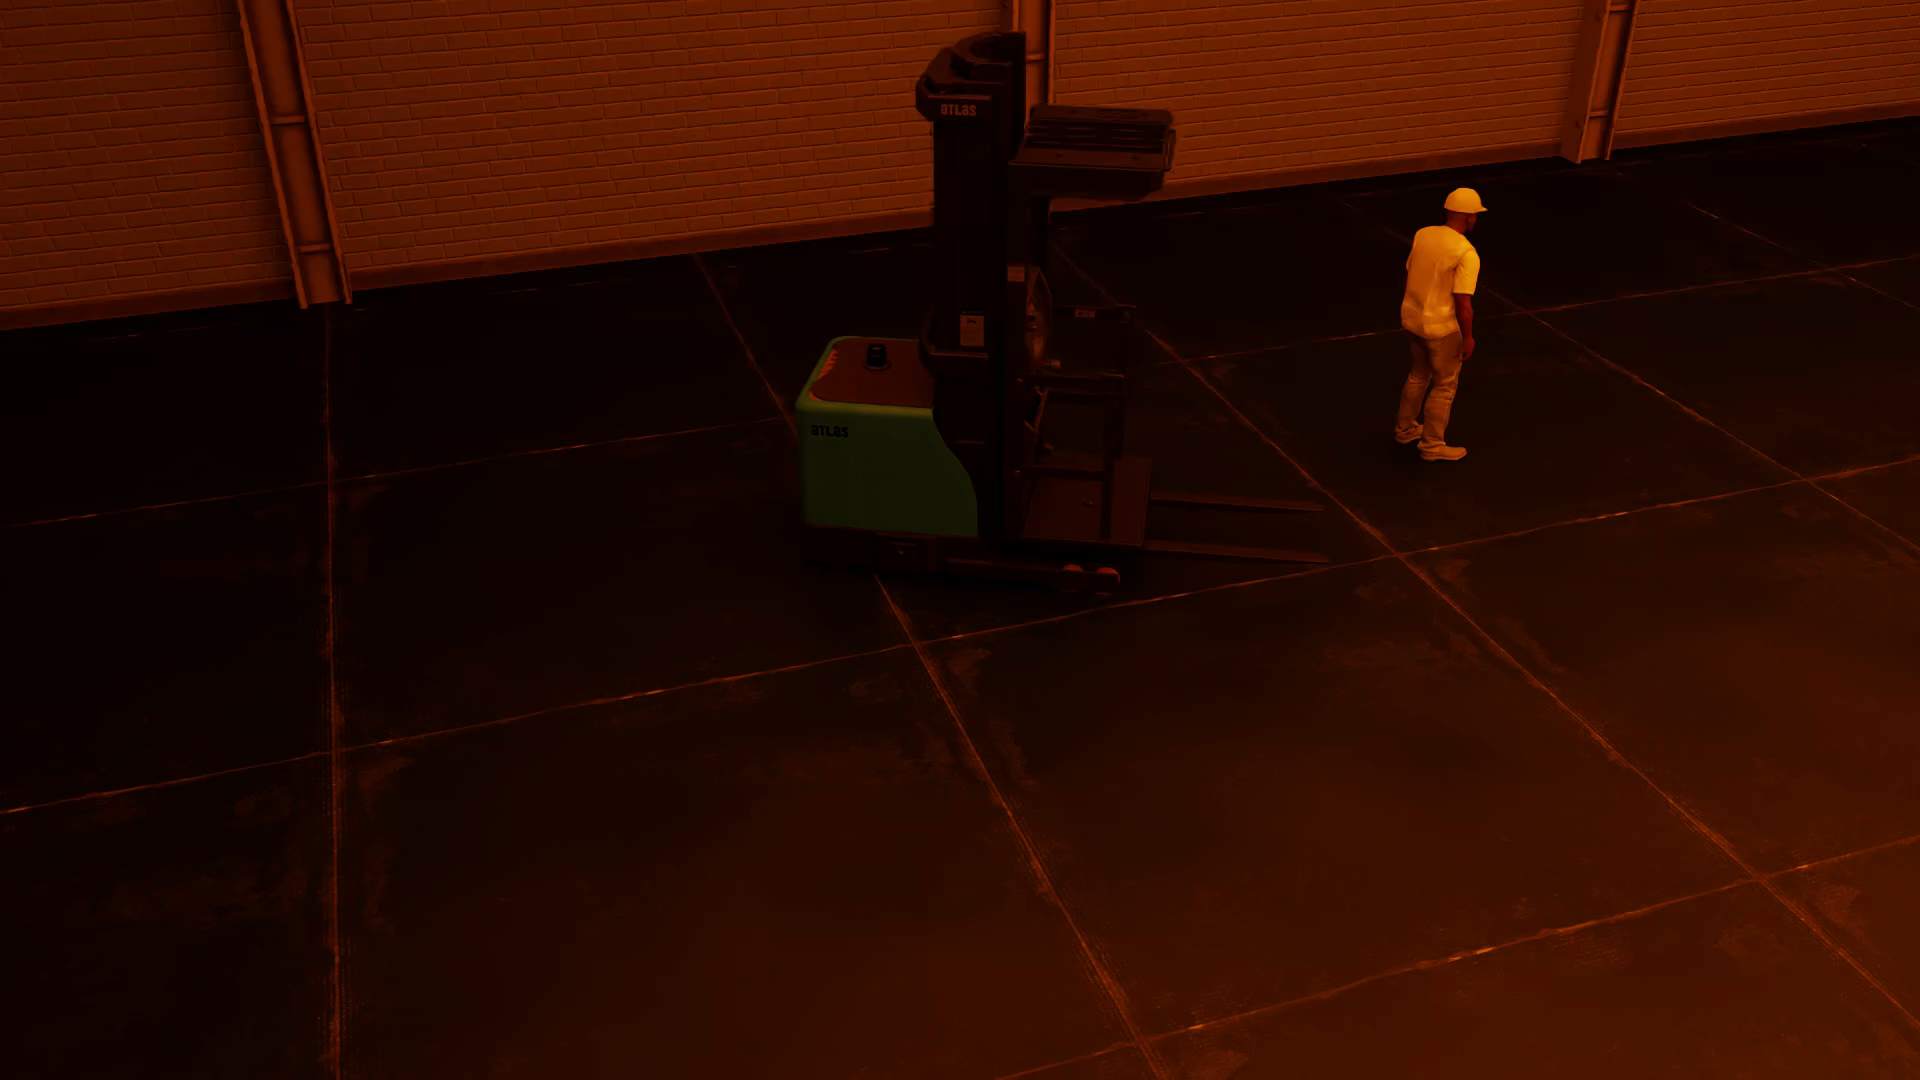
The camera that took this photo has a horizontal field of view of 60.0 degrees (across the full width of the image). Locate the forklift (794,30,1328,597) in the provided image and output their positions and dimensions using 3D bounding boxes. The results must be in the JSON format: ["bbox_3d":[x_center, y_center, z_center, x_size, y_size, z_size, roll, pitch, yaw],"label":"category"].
[{"bbox_3d":[0.625,-1.233,9.230,3.031,2.935,1.130,4,30,8],"label":"forklift"}]

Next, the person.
[{"bbox_3d":[3.081,-1.391,10.684,0.462,1.759,0.627,-12,32,-20],"label":"person"}]
